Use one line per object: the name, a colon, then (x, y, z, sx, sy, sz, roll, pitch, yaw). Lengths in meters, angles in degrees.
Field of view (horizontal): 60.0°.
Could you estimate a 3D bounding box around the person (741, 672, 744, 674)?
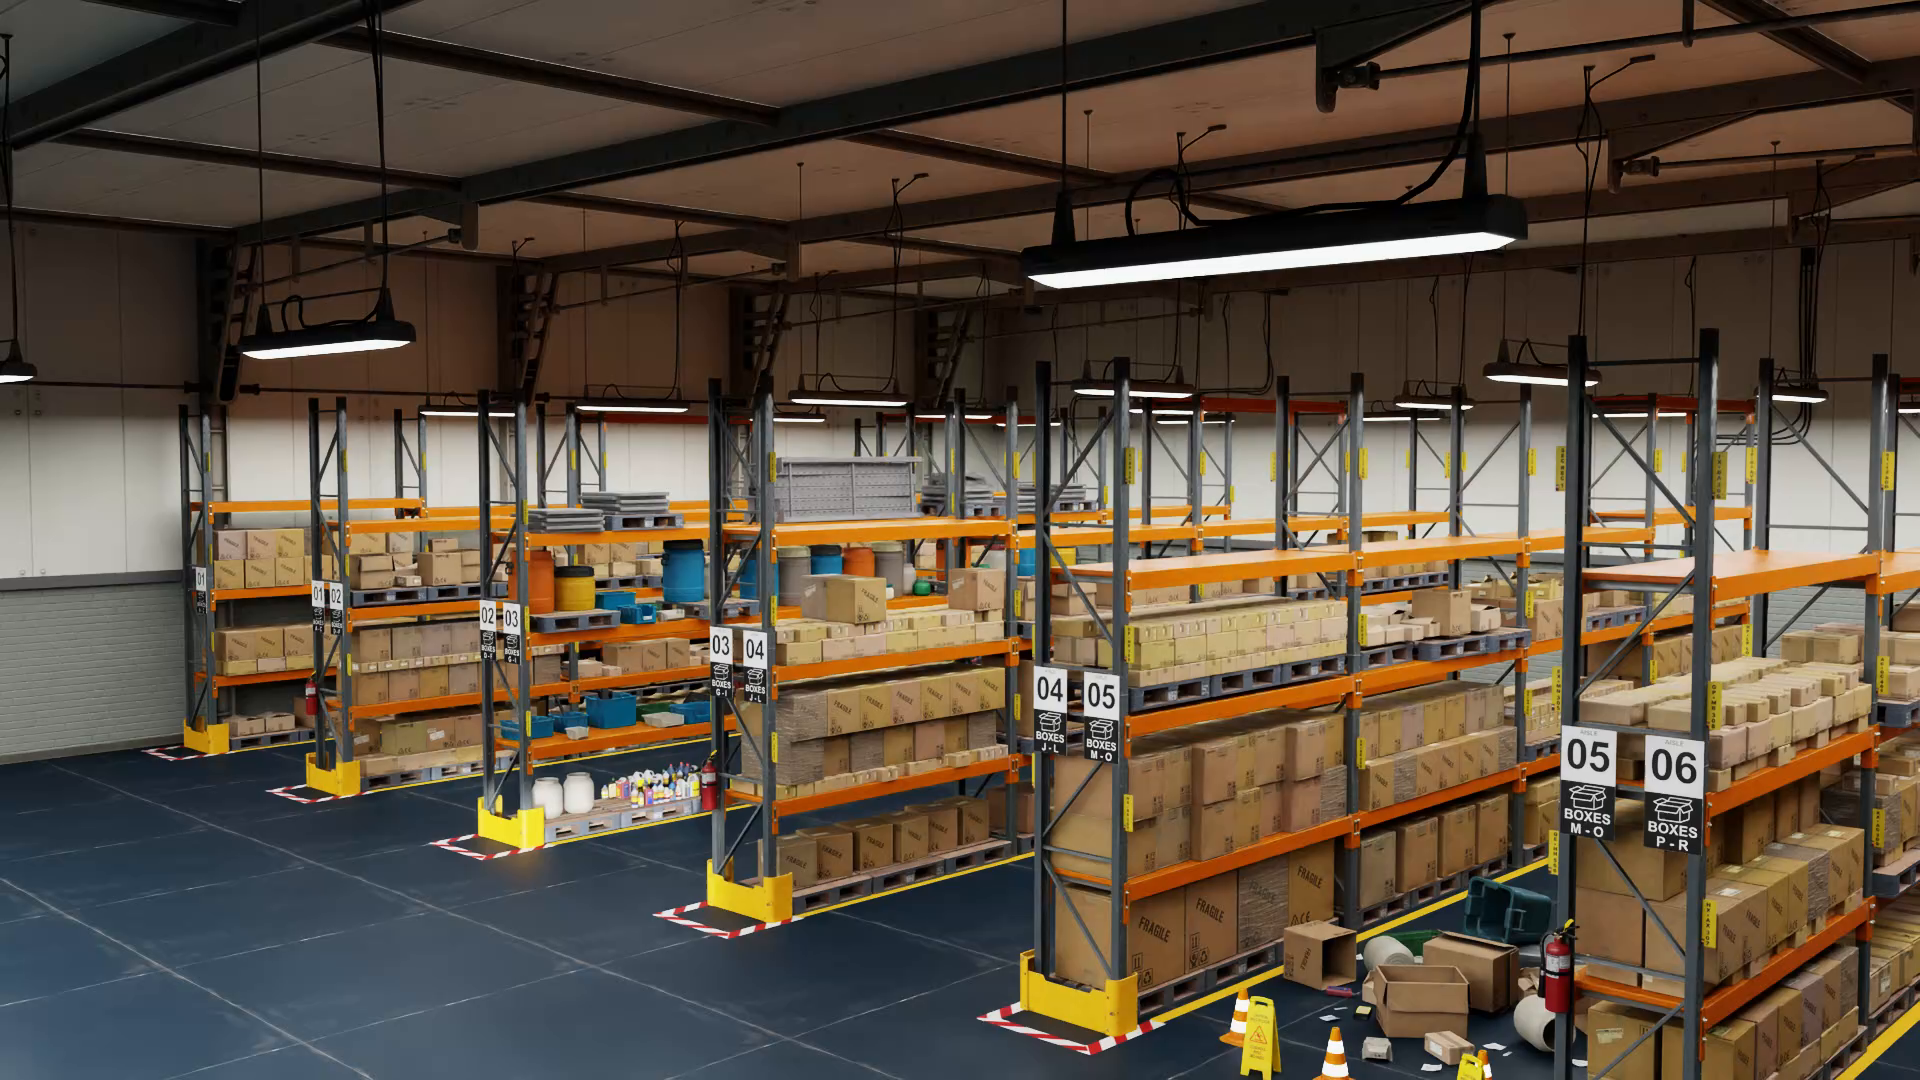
person: (-4.229, 2.539, 33.495, 0.641, 1.743, 0.667, 1, 3, 26)
